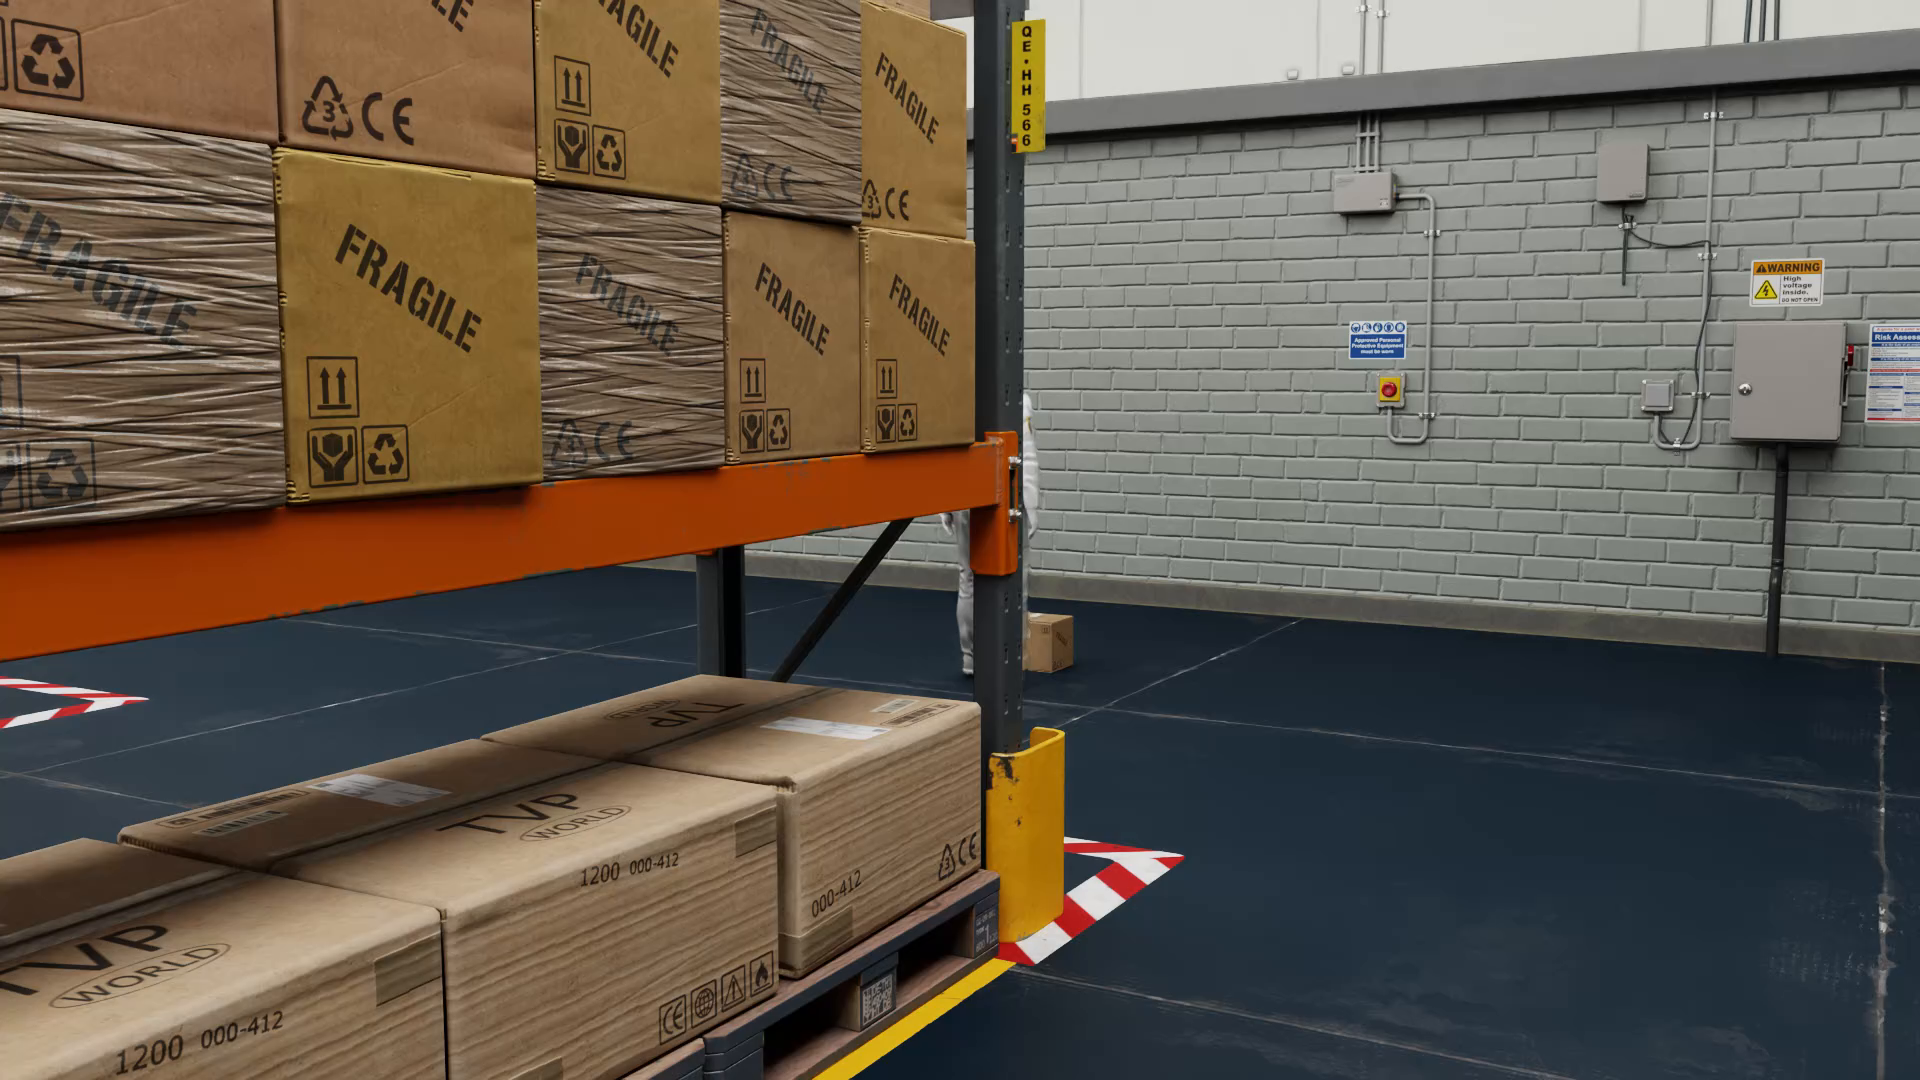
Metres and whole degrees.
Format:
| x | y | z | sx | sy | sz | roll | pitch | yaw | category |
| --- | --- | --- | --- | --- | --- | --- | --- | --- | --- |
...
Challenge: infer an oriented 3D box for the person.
| x | y | z | sx | sy | sz | roll | pitch | yaw | category |
| --- | --- | --- | --- | --- | --- | --- | --- | --- | --- |
| 0.151 | -0.169 | 7.885 | 0.509 | 1.689 | 0.538 | 2 | 6 | 20 | person |
